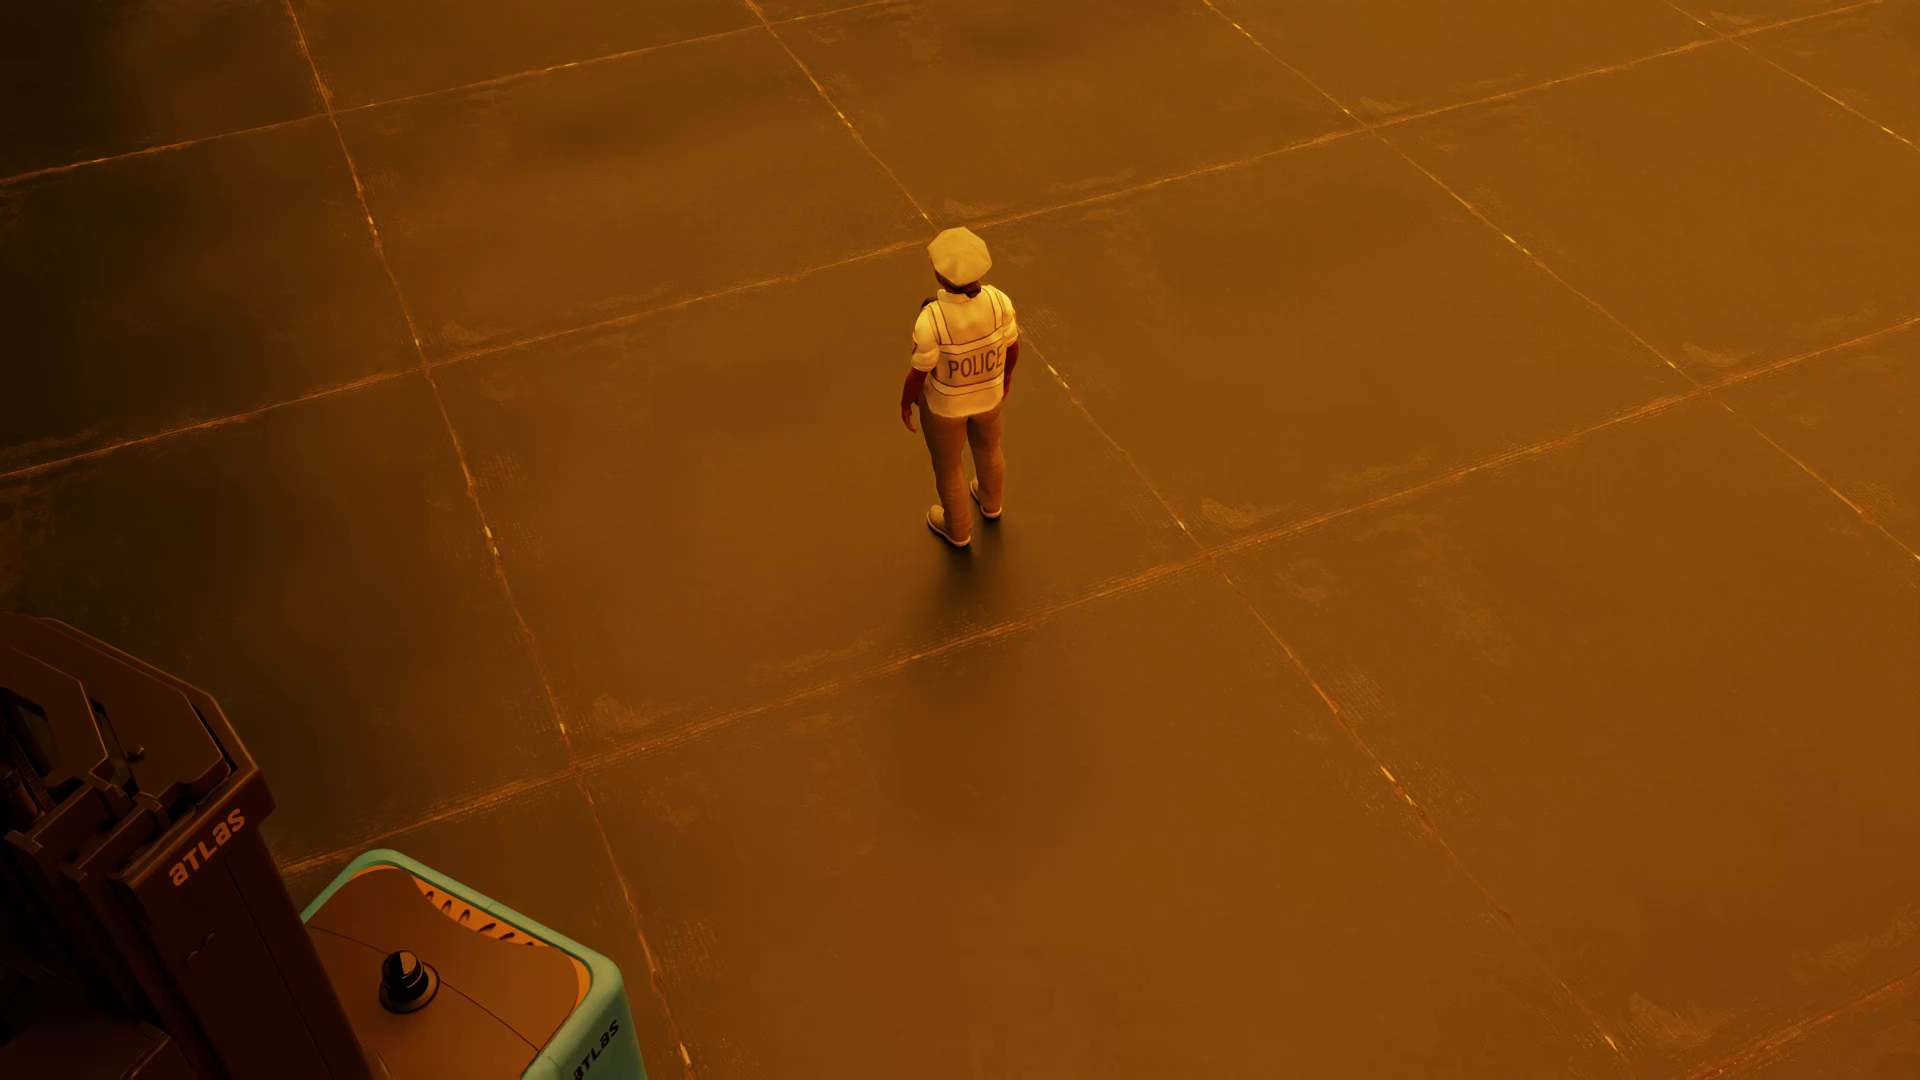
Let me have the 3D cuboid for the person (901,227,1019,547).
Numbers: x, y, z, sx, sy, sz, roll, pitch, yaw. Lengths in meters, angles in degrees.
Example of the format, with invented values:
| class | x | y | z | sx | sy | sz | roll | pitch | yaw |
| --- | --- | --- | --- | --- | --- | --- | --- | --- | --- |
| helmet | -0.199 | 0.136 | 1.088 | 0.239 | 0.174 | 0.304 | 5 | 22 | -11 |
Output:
| class | x | y | z | sx | sy | sz | roll | pitch | yaw |
| --- | --- | --- | --- | --- | --- | --- | --- | --- | --- |
| person | -0.014 | -0.677 | 7.301 | 0.570 | 1.697 | 0.528 | -18 | 46 | -18 |

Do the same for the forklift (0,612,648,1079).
| class | x | y | z | sx | sy | sz | roll | pitch | yaw |
| --- | --- | --- | --- | --- | --- | --- | --- | --- | --- |
| forklift | -2.124 | 1.706 | 3.852 | 1.130 | 2.935 | 3.031 | 20 | 47 | 20 |
